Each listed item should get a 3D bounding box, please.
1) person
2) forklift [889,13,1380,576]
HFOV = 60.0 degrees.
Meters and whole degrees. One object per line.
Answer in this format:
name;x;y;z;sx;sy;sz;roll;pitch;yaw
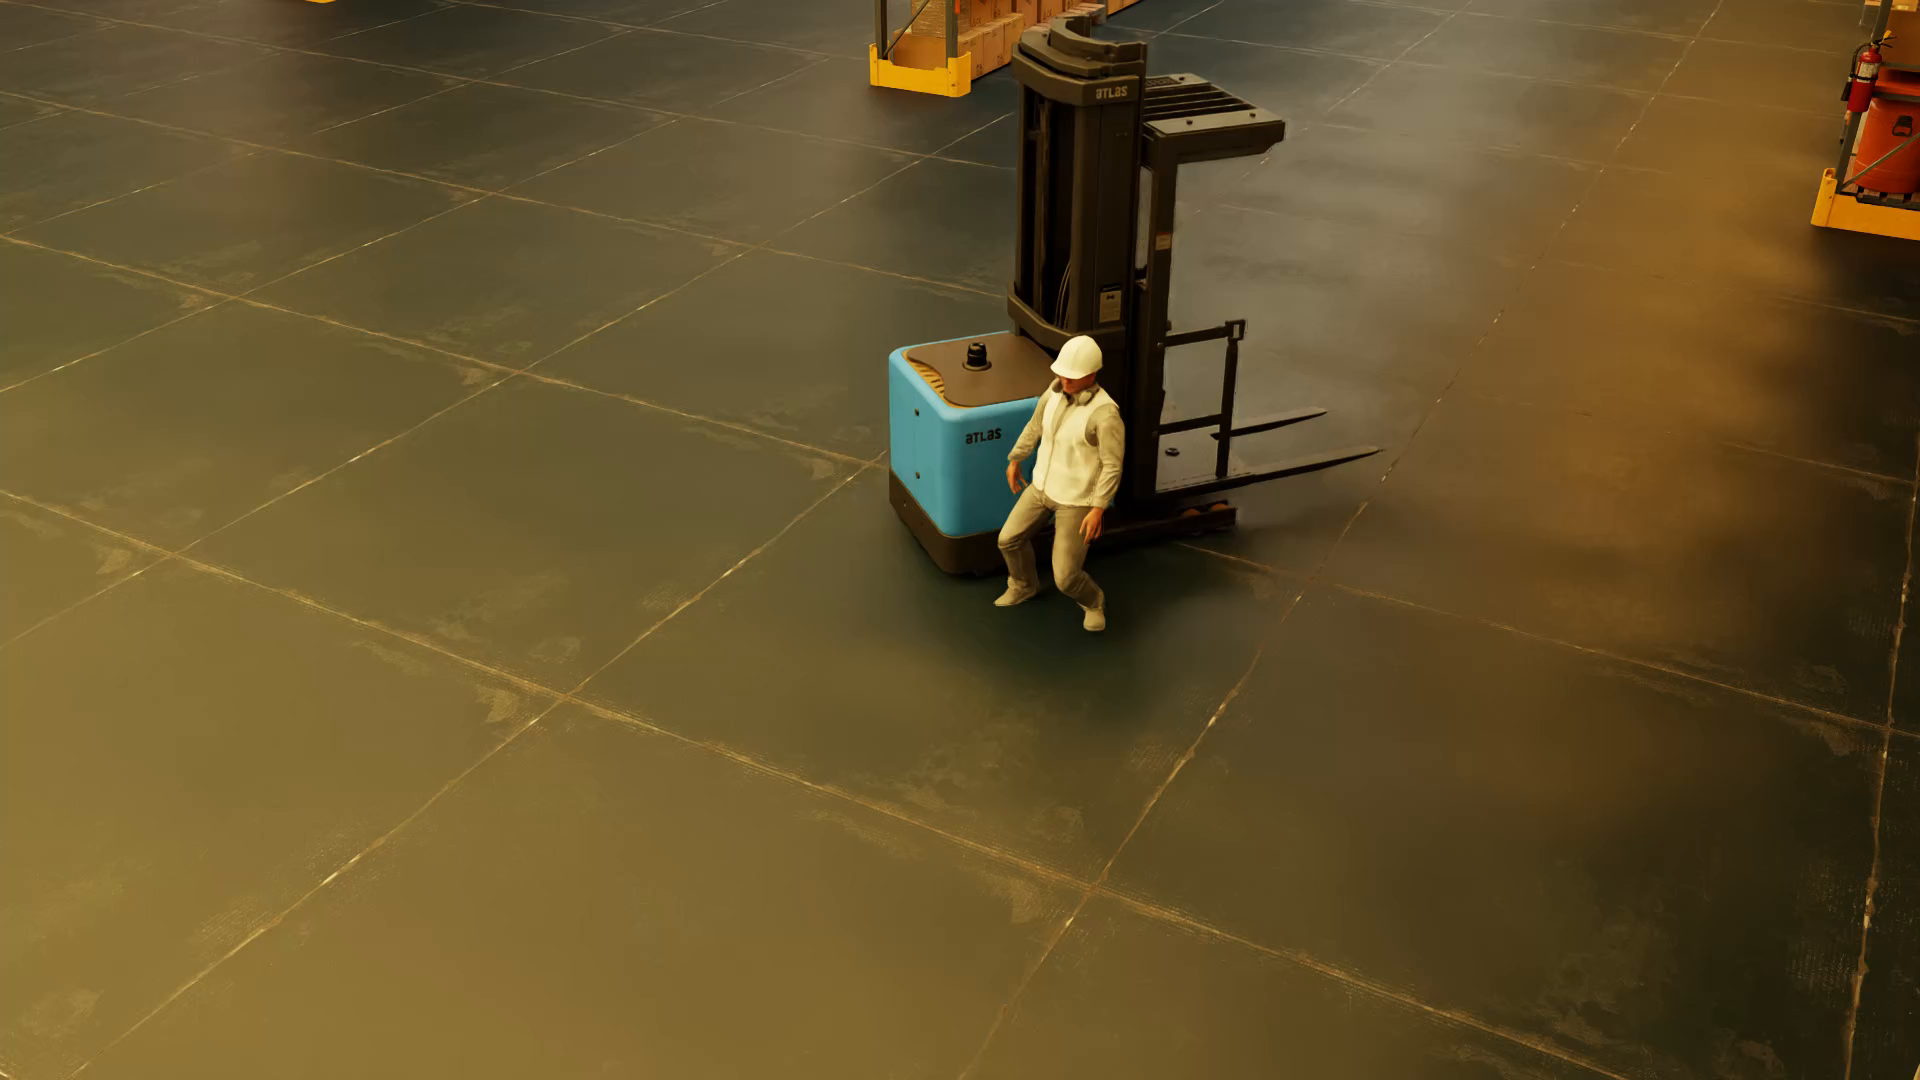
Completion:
person;0.540;-0.269;8.837;0.478;1.741;0.783;-19;35;-29
forklift;1.134;-1.521;9.705;3.031;2.935;1.130;-11;32;-19
